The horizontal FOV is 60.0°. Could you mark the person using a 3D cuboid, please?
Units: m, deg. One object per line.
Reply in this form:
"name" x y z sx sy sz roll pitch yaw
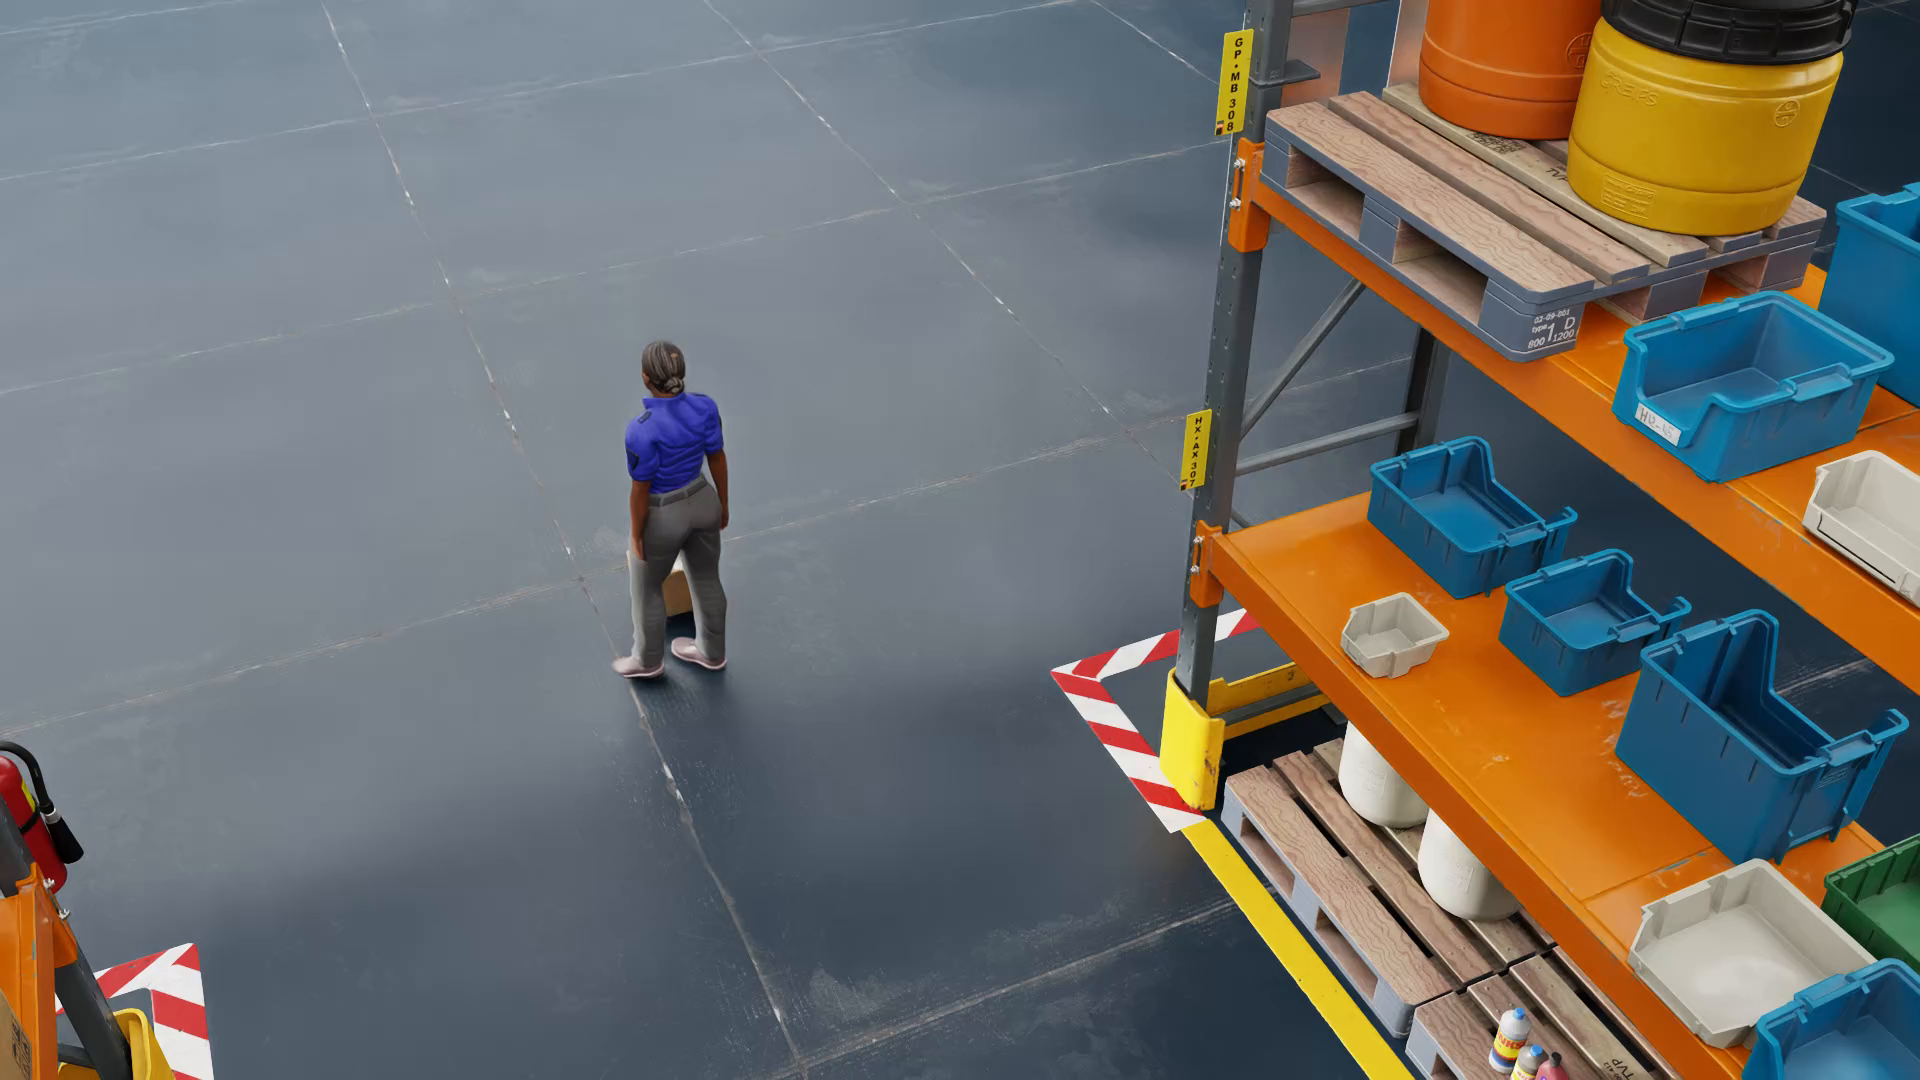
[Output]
"person" -1.255 -0.103 7.015 0.530 1.707 0.434 -30 47 -33
